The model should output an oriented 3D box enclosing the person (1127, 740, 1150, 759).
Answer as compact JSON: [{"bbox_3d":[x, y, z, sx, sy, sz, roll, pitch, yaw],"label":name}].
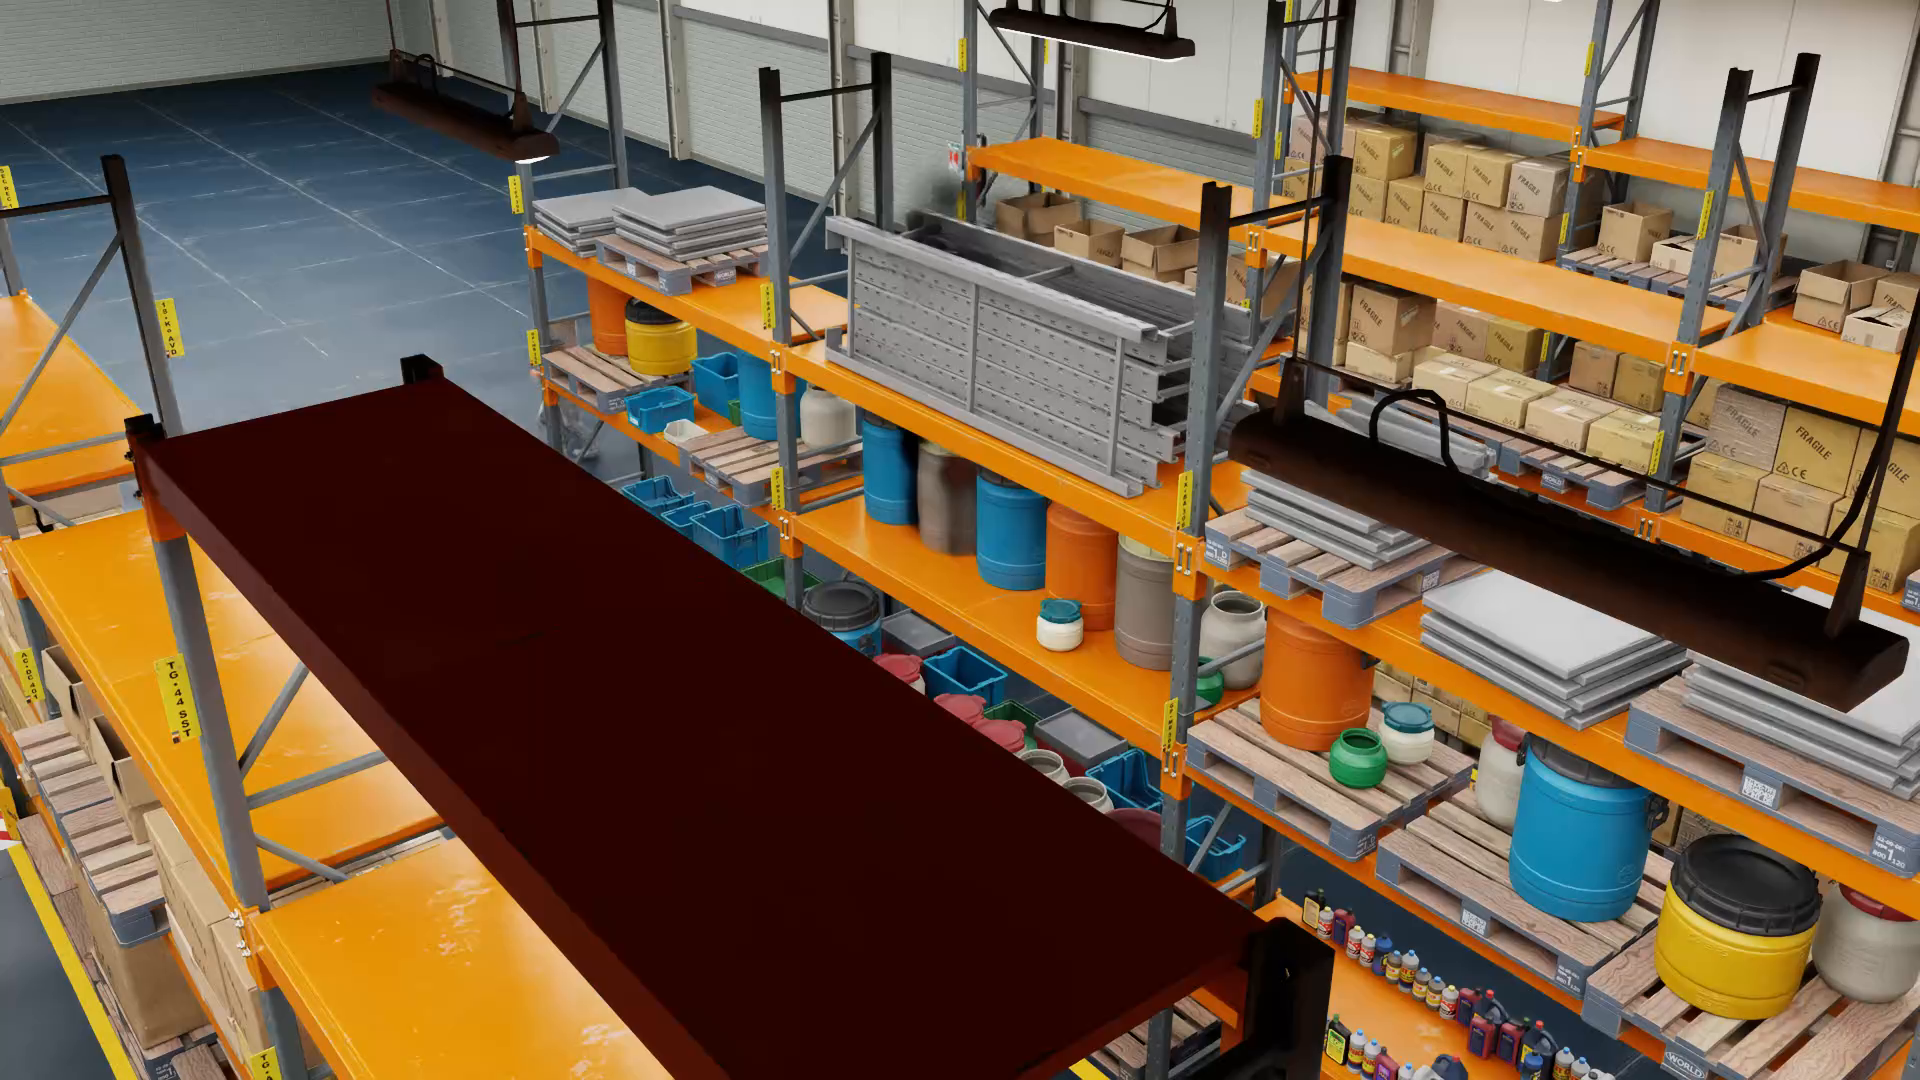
[{"bbox_3d":[1.454,1.550,13.035,0.667,1.767,0.741,-18,31,-32],"label":"person"}]

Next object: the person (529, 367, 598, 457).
[{"bbox_3d":[-4.770,-1.841,19.893,0.715,1.660,0.625,-10,28,-20],"label":"person"}]
